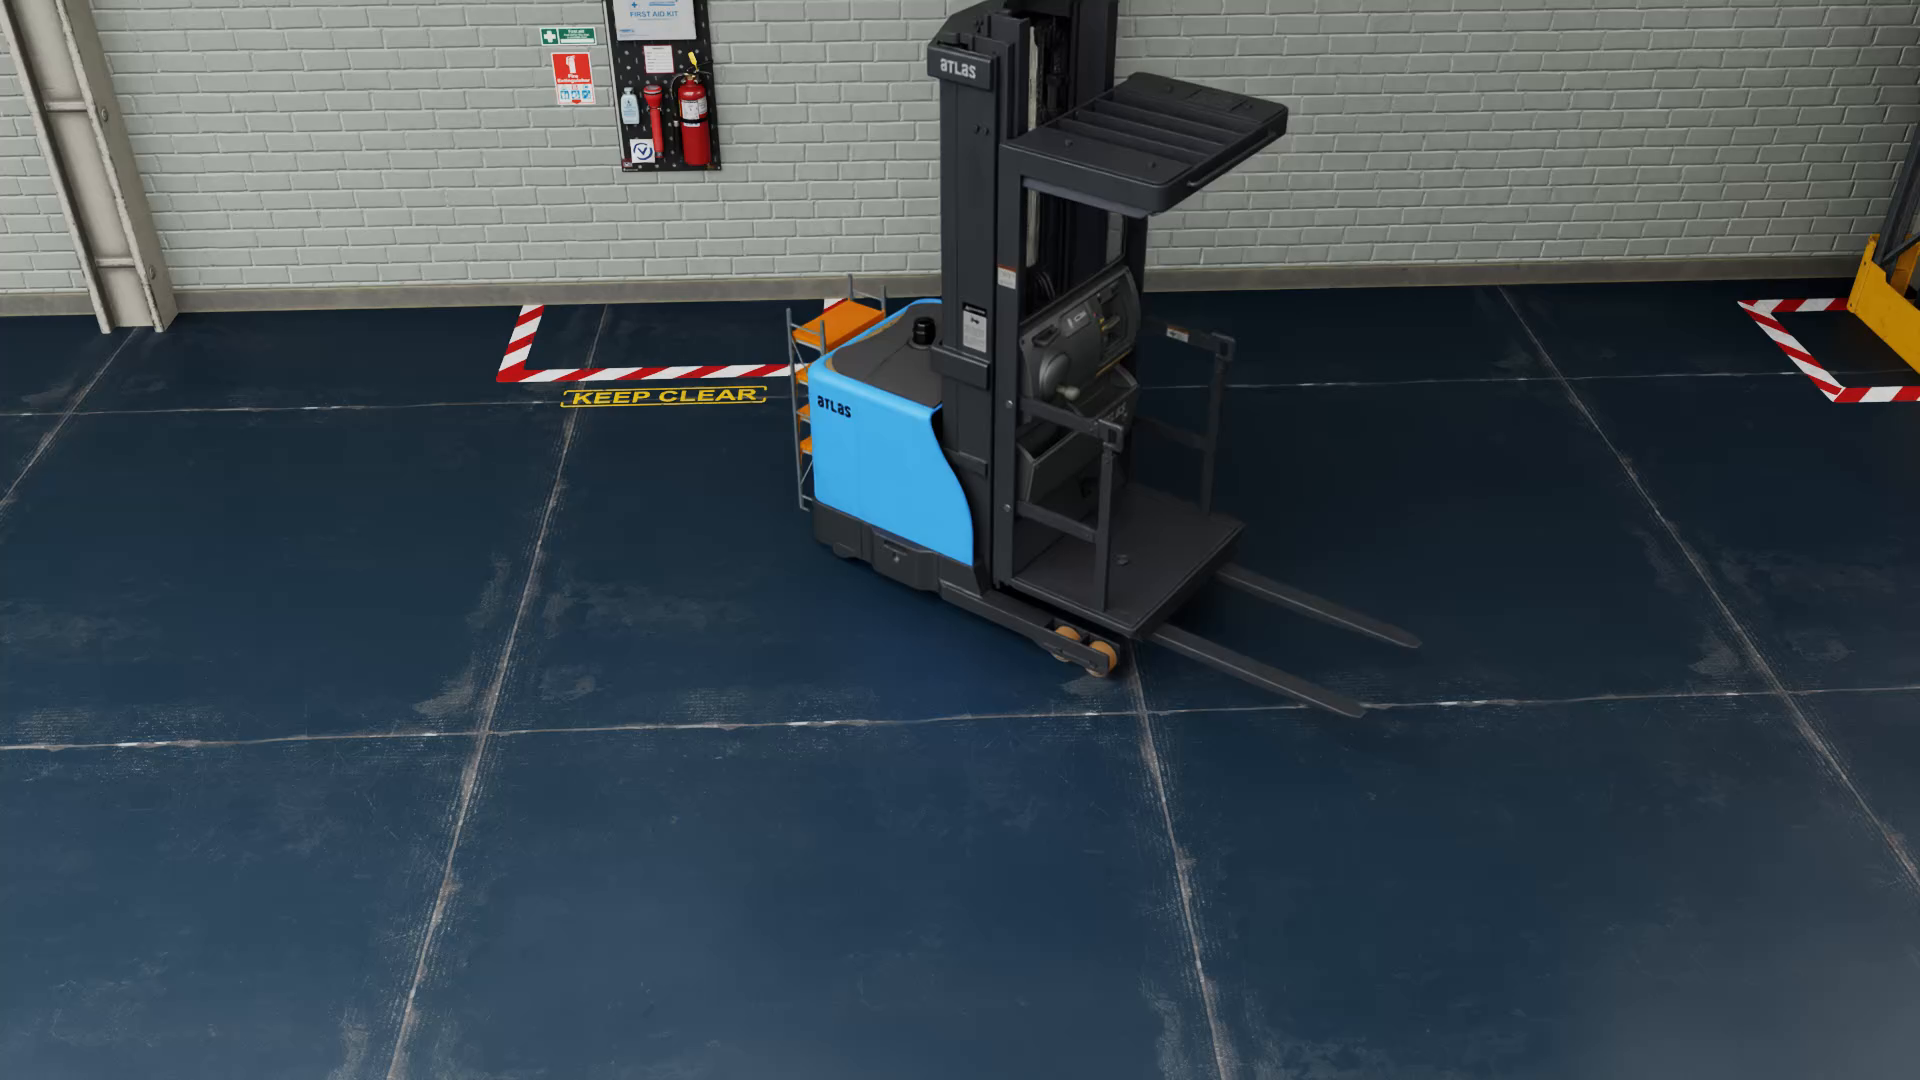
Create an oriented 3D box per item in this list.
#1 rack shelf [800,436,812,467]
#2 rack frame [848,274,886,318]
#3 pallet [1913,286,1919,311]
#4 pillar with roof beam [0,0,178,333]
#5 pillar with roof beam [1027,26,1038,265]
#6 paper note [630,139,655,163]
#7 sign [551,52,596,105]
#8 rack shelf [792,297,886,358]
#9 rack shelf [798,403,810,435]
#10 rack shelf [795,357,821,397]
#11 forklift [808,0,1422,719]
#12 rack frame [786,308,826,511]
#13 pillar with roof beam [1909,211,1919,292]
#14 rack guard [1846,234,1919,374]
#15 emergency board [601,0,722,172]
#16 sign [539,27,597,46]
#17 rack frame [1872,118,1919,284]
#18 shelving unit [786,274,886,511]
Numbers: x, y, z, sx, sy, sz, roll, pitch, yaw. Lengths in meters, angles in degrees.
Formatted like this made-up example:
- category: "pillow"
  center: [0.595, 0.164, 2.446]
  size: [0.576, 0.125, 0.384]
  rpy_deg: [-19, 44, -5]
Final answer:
- category: "rack shelf"
  center: [-0.628, -0.525, 8.957]
  size: [0.258, 0.148, 0.480]
  rpy_deg: [22, 41, 29]
- category: "rack frame"
  center: [-0.485, -0.856, 8.968]
  size: [0.240, 1.200, 0.015]
  rpy_deg: [22, 41, 29]
- category: "pallet"
  center: [6.877, -1.328, 10.520]
  size: [1.213, 0.211, 1.003]
  rpy_deg: [-2, 35, -2]
- category: "pillar with roof beam"
  center: [-5.136, -2.678, 4.748]
  size: [0.400, 9.000, 9.100]
  rpy_deg: [-2, 35, -2]
- category: "pillar with roof beam"
  center: [0.857, -2.840, 4.982]
  size: [0.400, 9.000, 9.100]
  rpy_deg: [-2, 35, -2]
- category: "paper note"
  center: [-1.997, -2.447, 10.461]
  size: [0.142, 0.148, 0.016]
  rpy_deg: [-2, 35, -2]
- category: "sign"
  center: [-2.374, -2.833, 10.213]
  size: [0.234, 0.329, 0.001]
  rpy_deg: [-2, 35, -2]
- category: "rack shelf"
  center: [-0.629, -1.067, 8.583]
  size: [0.258, 0.148, 0.480]
  rpy_deg: [22, 41, 29]
- category: "rack shelf"
  center: [-0.628, -0.688, 8.844]
  size: [0.258, 0.148, 0.480]
  rpy_deg: [22, 41, 29]
- category: "rack shelf"
  center: [-0.629, -0.872, 8.717]
  size: [0.258, 0.148, 0.480]
  rpy_deg: [22, 41, 29]
- category: "forklift"
  center: [0.725, -0.904, 7.517]
  size: [3.031, 2.935, 1.130]
  rpy_deg: [23, 41, 29]
- category: "rack frame"
  center: [-0.772, -0.631, 8.644]
  size: [0.240, 1.200, 0.015]
  rpy_deg: [22, 41, 29]
- category: "pillar with roof beam"
  center: [6.850, -3.001, 5.215]
  size: [0.400, 9.000, 9.100]
  rpy_deg: [-2, 35, -2]
- category: "rack guard"
  center: [6.064, -1.445, 10.435]
  size: [0.348, 0.500, 1.175]
  rpy_deg: [-2, 35, -2]
- category: "emergency board"
  center: [-1.817, -2.775, 10.160]
  size: [0.643, 1.169, 0.194]
  rpy_deg: [-2, 35, -2]
- category: "sign"
  center: [-2.369, -3.046, 10.055]
  size: [0.331, 0.109, 0.001]
  rpy_deg: [-2, 35, -2]
- category: "rack frame"
  center: [5.988, -2.471, 9.721]
  size: [0.127, 3.000, 1.000]
  rpy_deg: [-2, 35, -2]
- category: "shelving unit"
  center: [-0.628, -0.744, 8.806]
  size: [0.258, 1.200, 0.503]
  rpy_deg: [22, 41, 29]
